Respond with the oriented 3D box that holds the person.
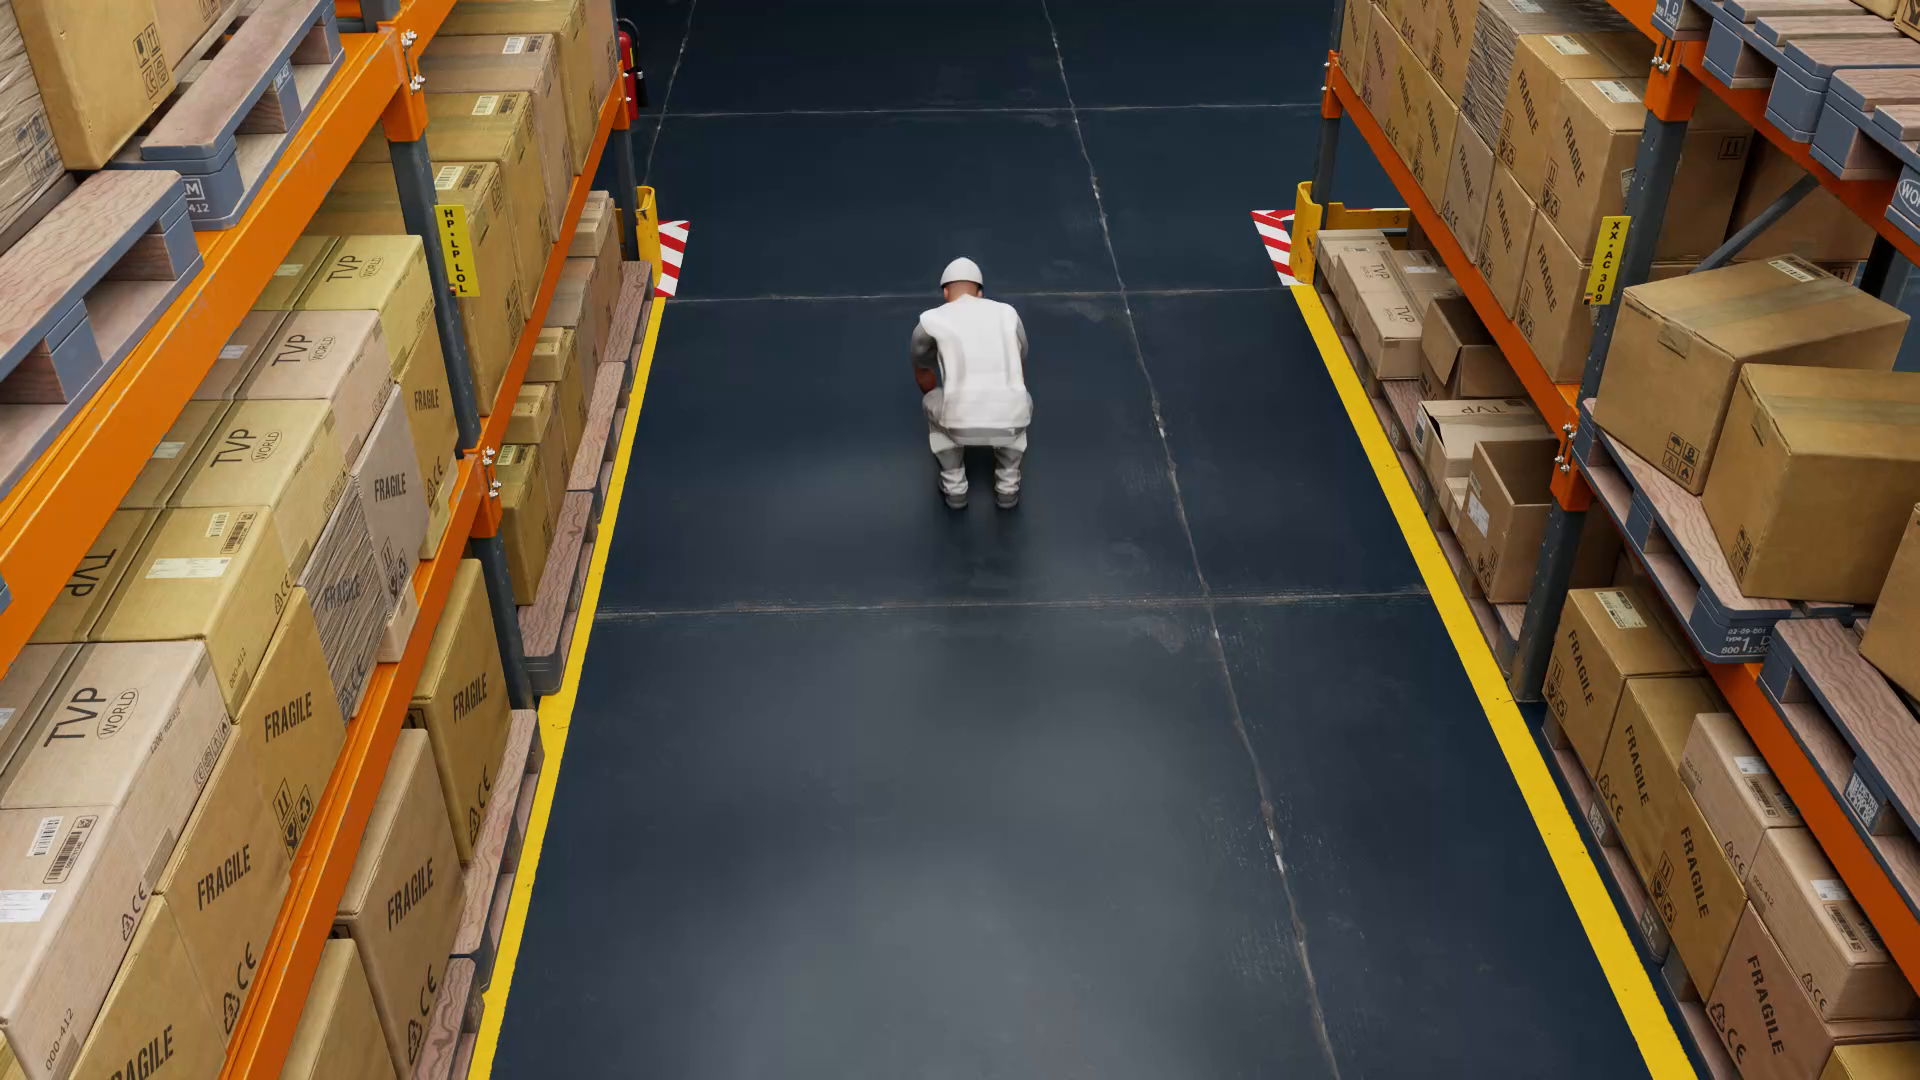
[{"bbox_3d":[0.058,-0.708,7.797,0.573,1.040,0.871,-2,35,-2],"label":"person"}]
